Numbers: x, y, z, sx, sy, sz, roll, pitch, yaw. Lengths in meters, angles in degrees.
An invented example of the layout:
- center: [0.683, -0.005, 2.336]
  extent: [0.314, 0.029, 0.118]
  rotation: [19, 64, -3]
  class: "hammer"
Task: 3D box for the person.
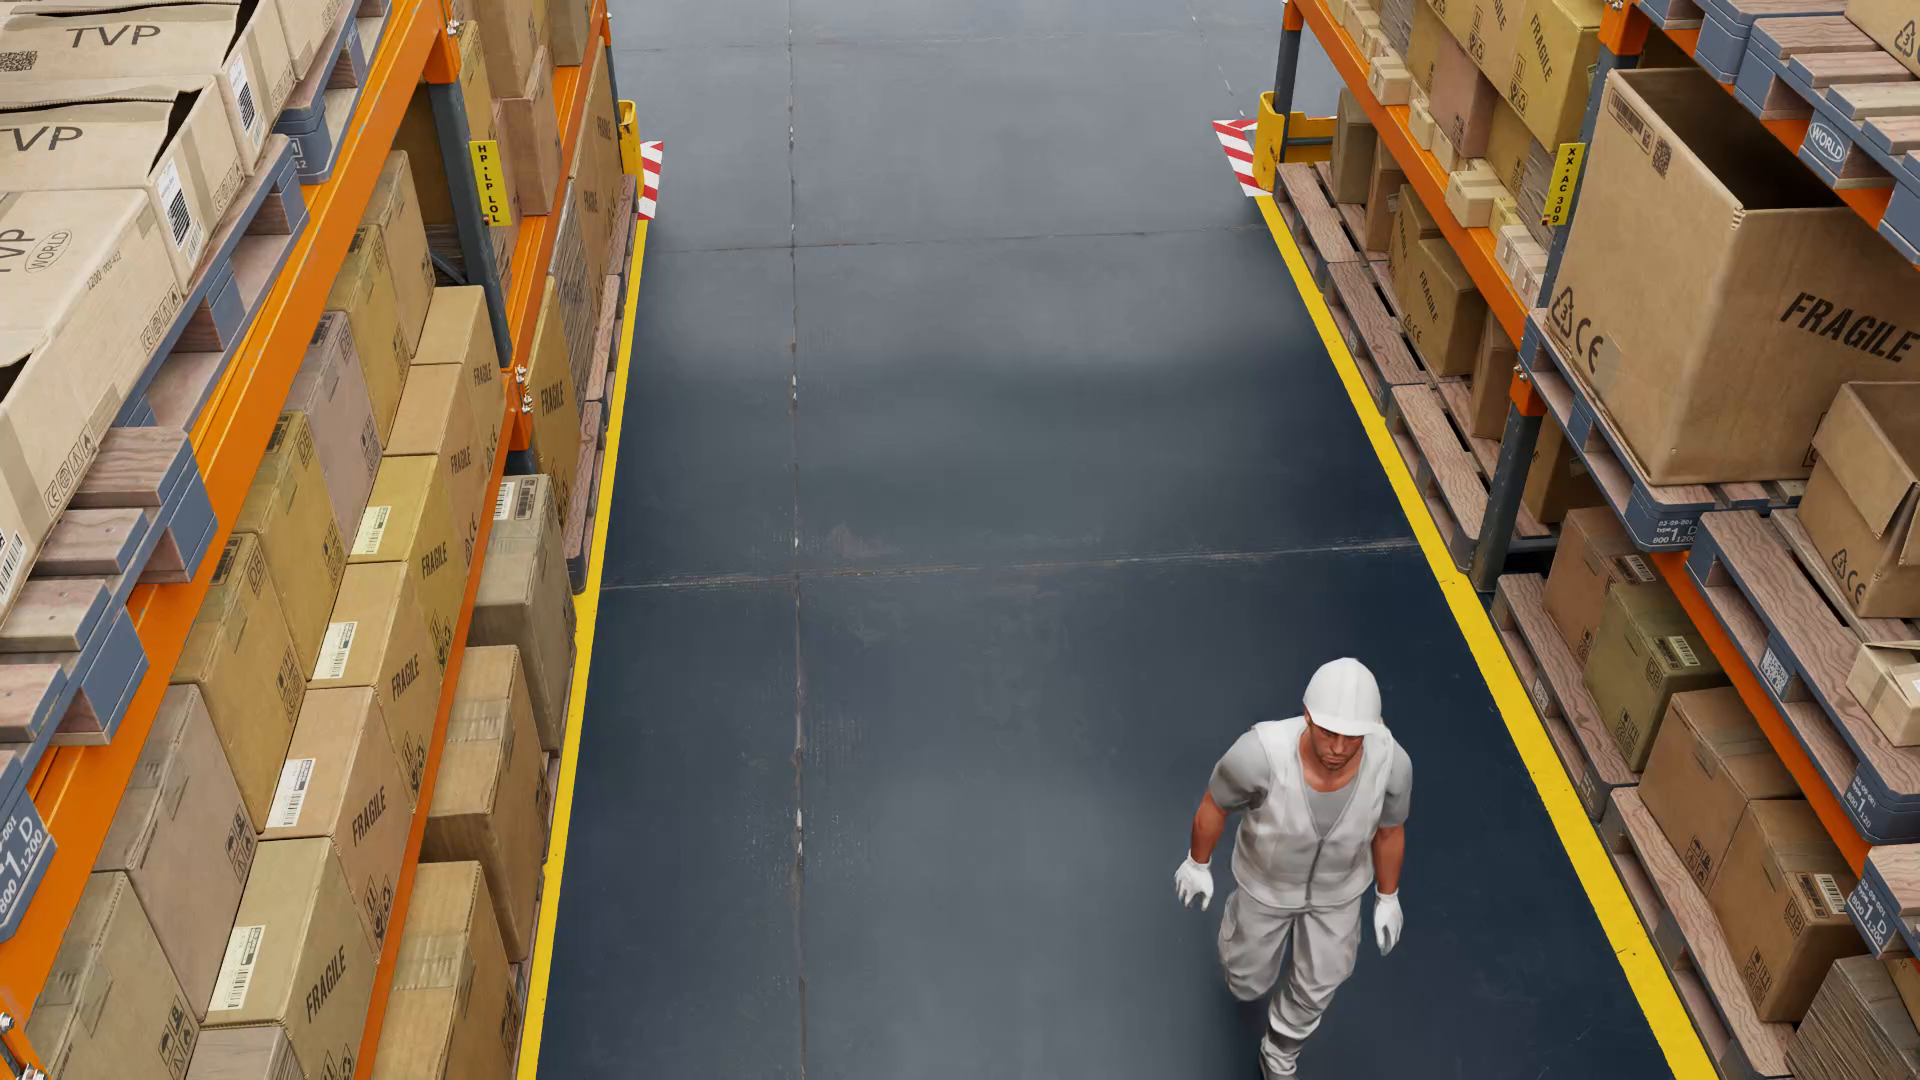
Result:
- center: [0.968, 0.955, 4.940]
  extent: [0.659, 1.769, 0.705]
  rotation: [0, 39, 0]
  class: "person"
